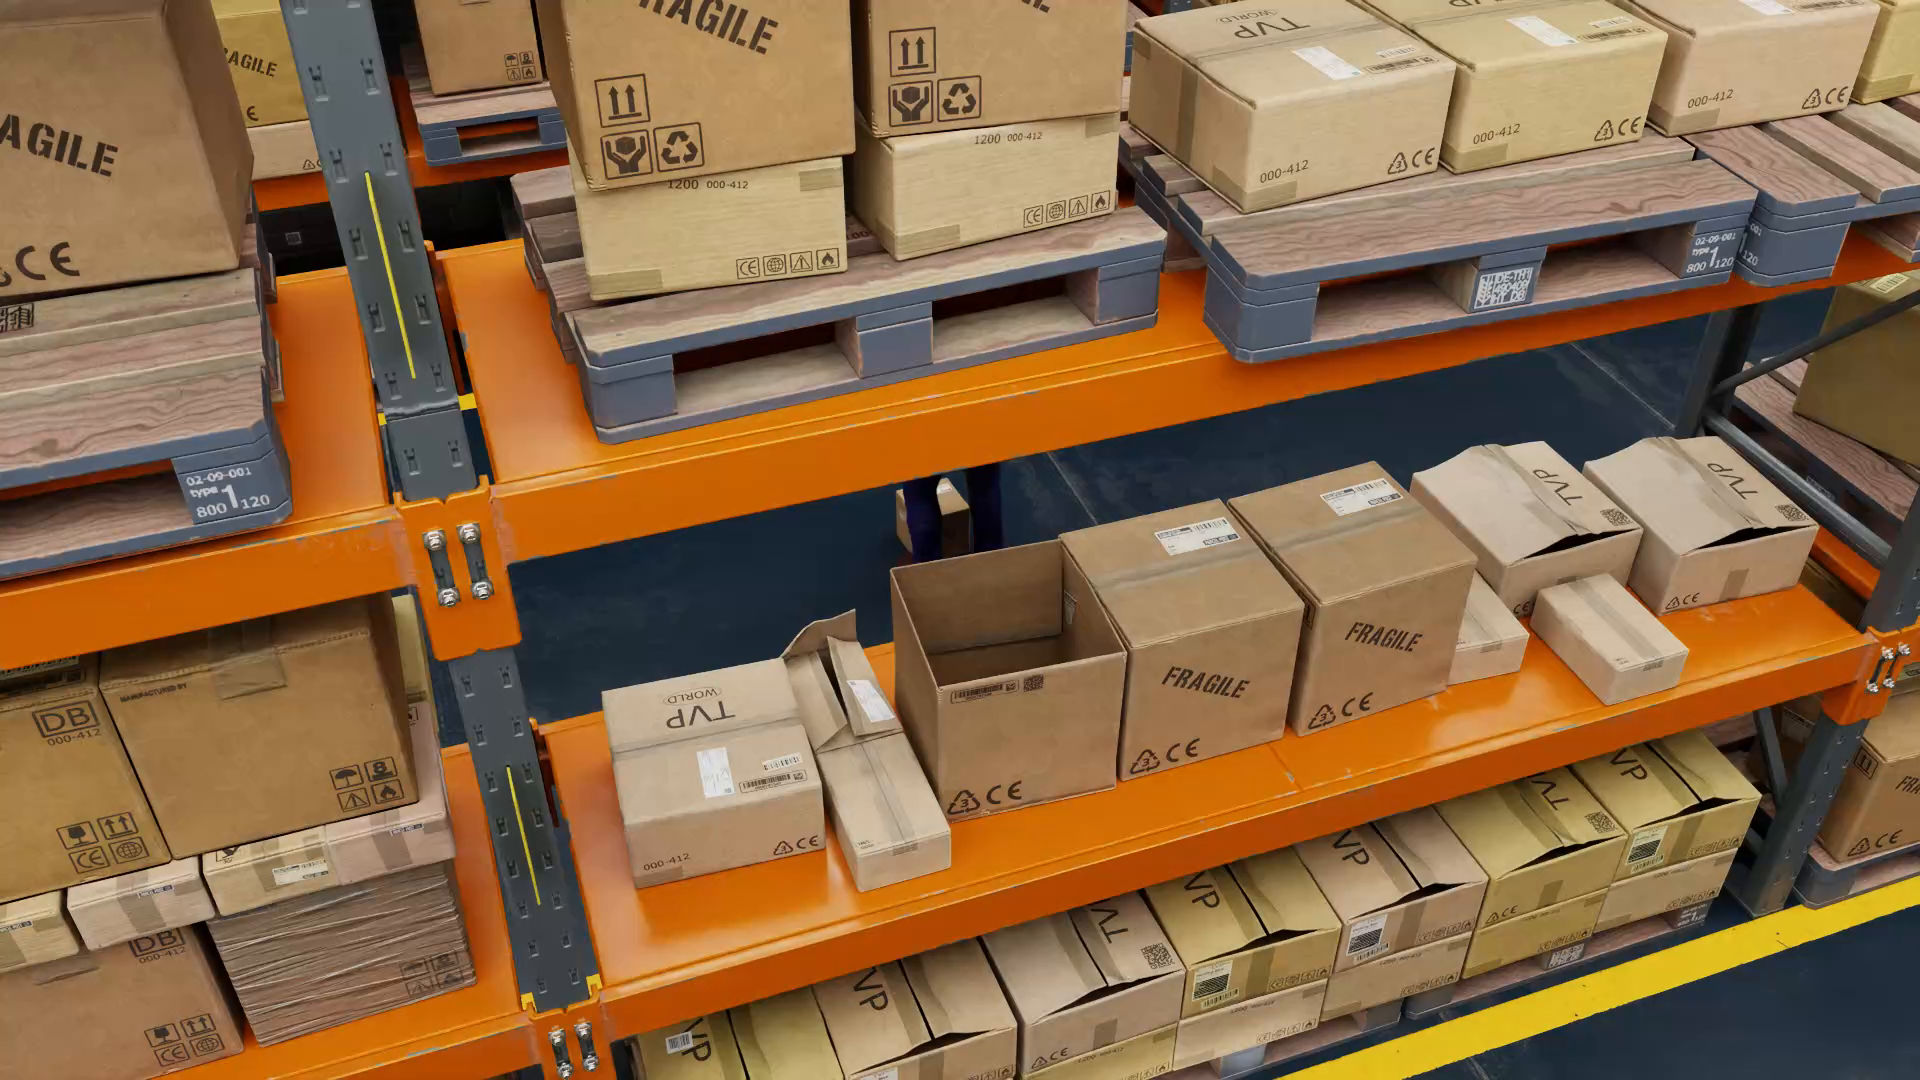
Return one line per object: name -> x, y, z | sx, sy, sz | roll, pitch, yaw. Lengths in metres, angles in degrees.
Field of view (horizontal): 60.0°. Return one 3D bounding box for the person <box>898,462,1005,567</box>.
person -> -0.033, -0.498, 6.797 | 0.538, 1.652, 0.371 | -12, 40, -15
